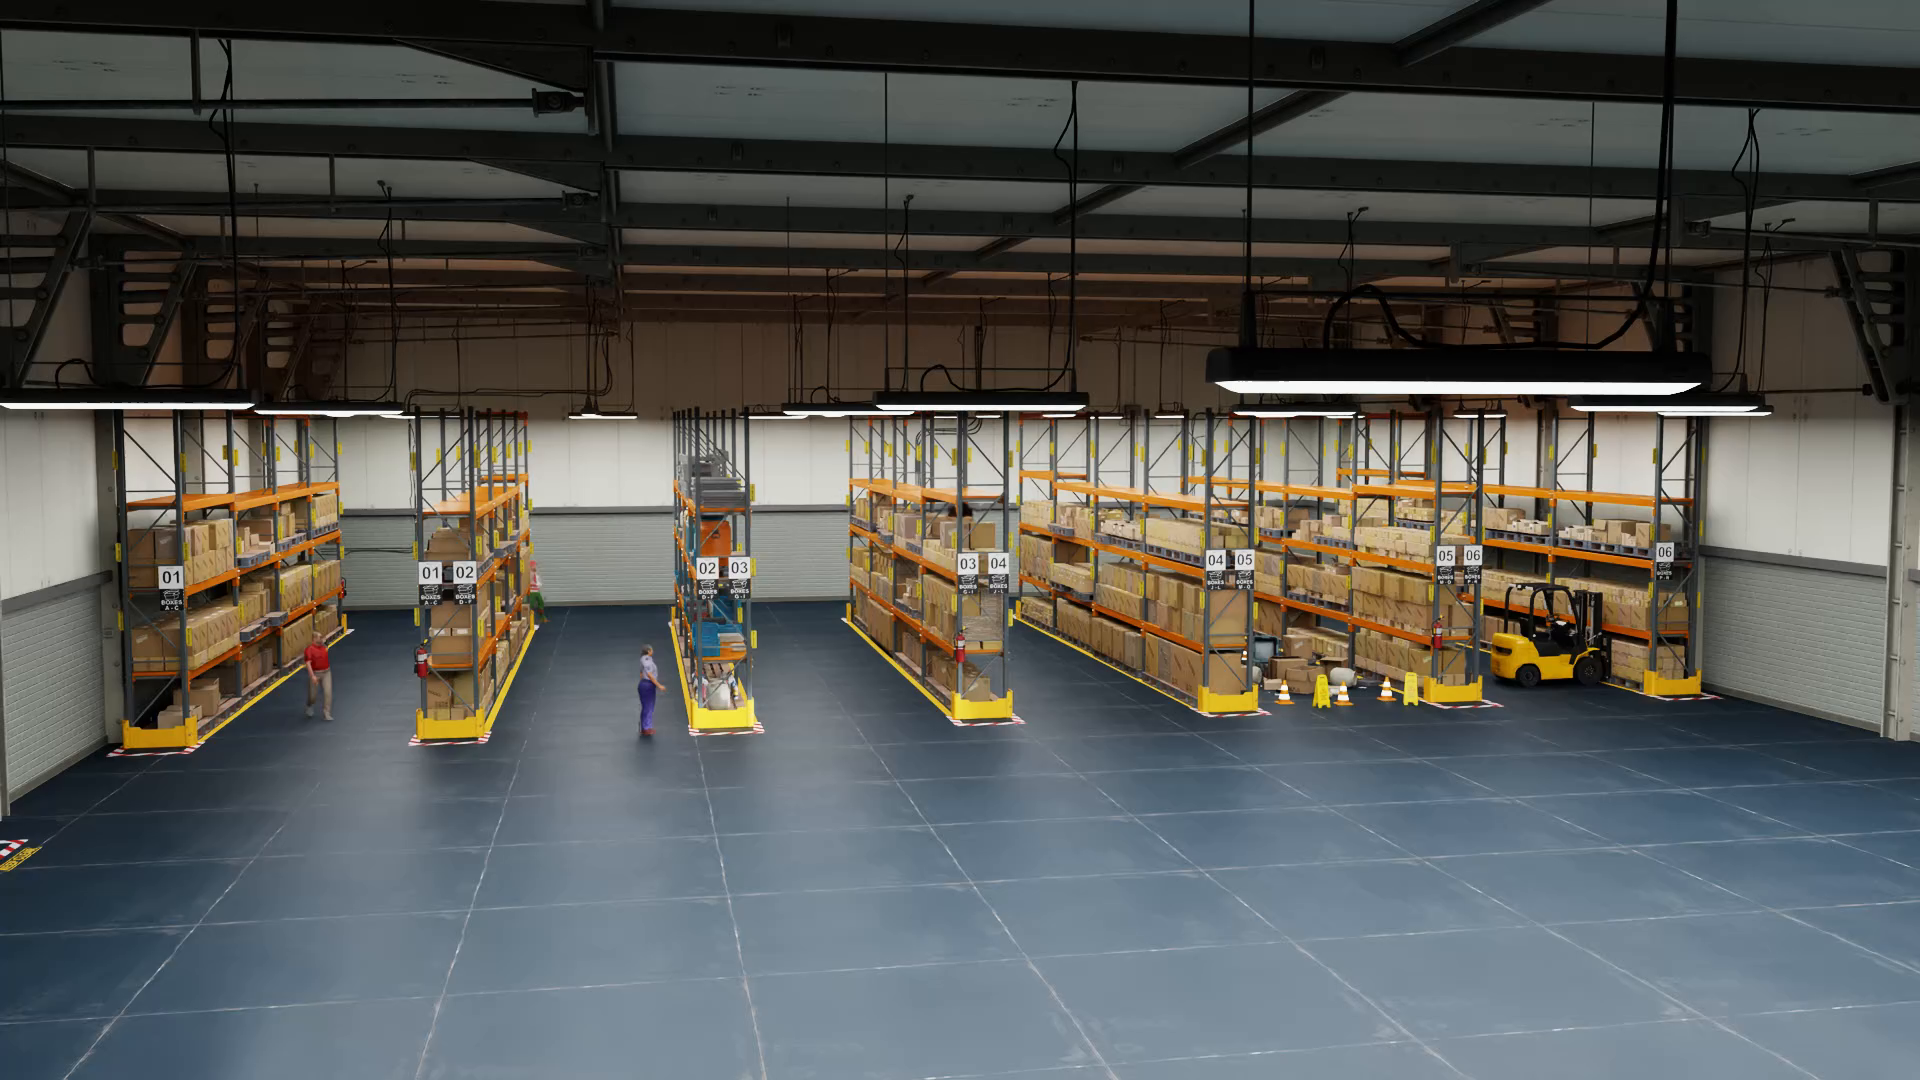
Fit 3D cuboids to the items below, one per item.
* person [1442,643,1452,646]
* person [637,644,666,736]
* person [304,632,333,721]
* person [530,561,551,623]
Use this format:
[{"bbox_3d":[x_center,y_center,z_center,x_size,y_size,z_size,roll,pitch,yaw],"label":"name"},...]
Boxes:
[{"bbox_3d":[11.323,2.150,38.545,0.409,1.674,0.446,1,4,20],"label":"person"},{"bbox_3d":[-5.631,2.742,30.492,0.550,1.678,0.543,0,4,-2],"label":"person"},{"bbox_3d":[-12.343,2.602,31.924,0.493,1.674,0.856,-3,5,-32],"label":"person"},{"bbox_3d":[-12.070,1.474,47.073,0.925,1.790,0.673,-1,4,-9],"label":"person"}]
